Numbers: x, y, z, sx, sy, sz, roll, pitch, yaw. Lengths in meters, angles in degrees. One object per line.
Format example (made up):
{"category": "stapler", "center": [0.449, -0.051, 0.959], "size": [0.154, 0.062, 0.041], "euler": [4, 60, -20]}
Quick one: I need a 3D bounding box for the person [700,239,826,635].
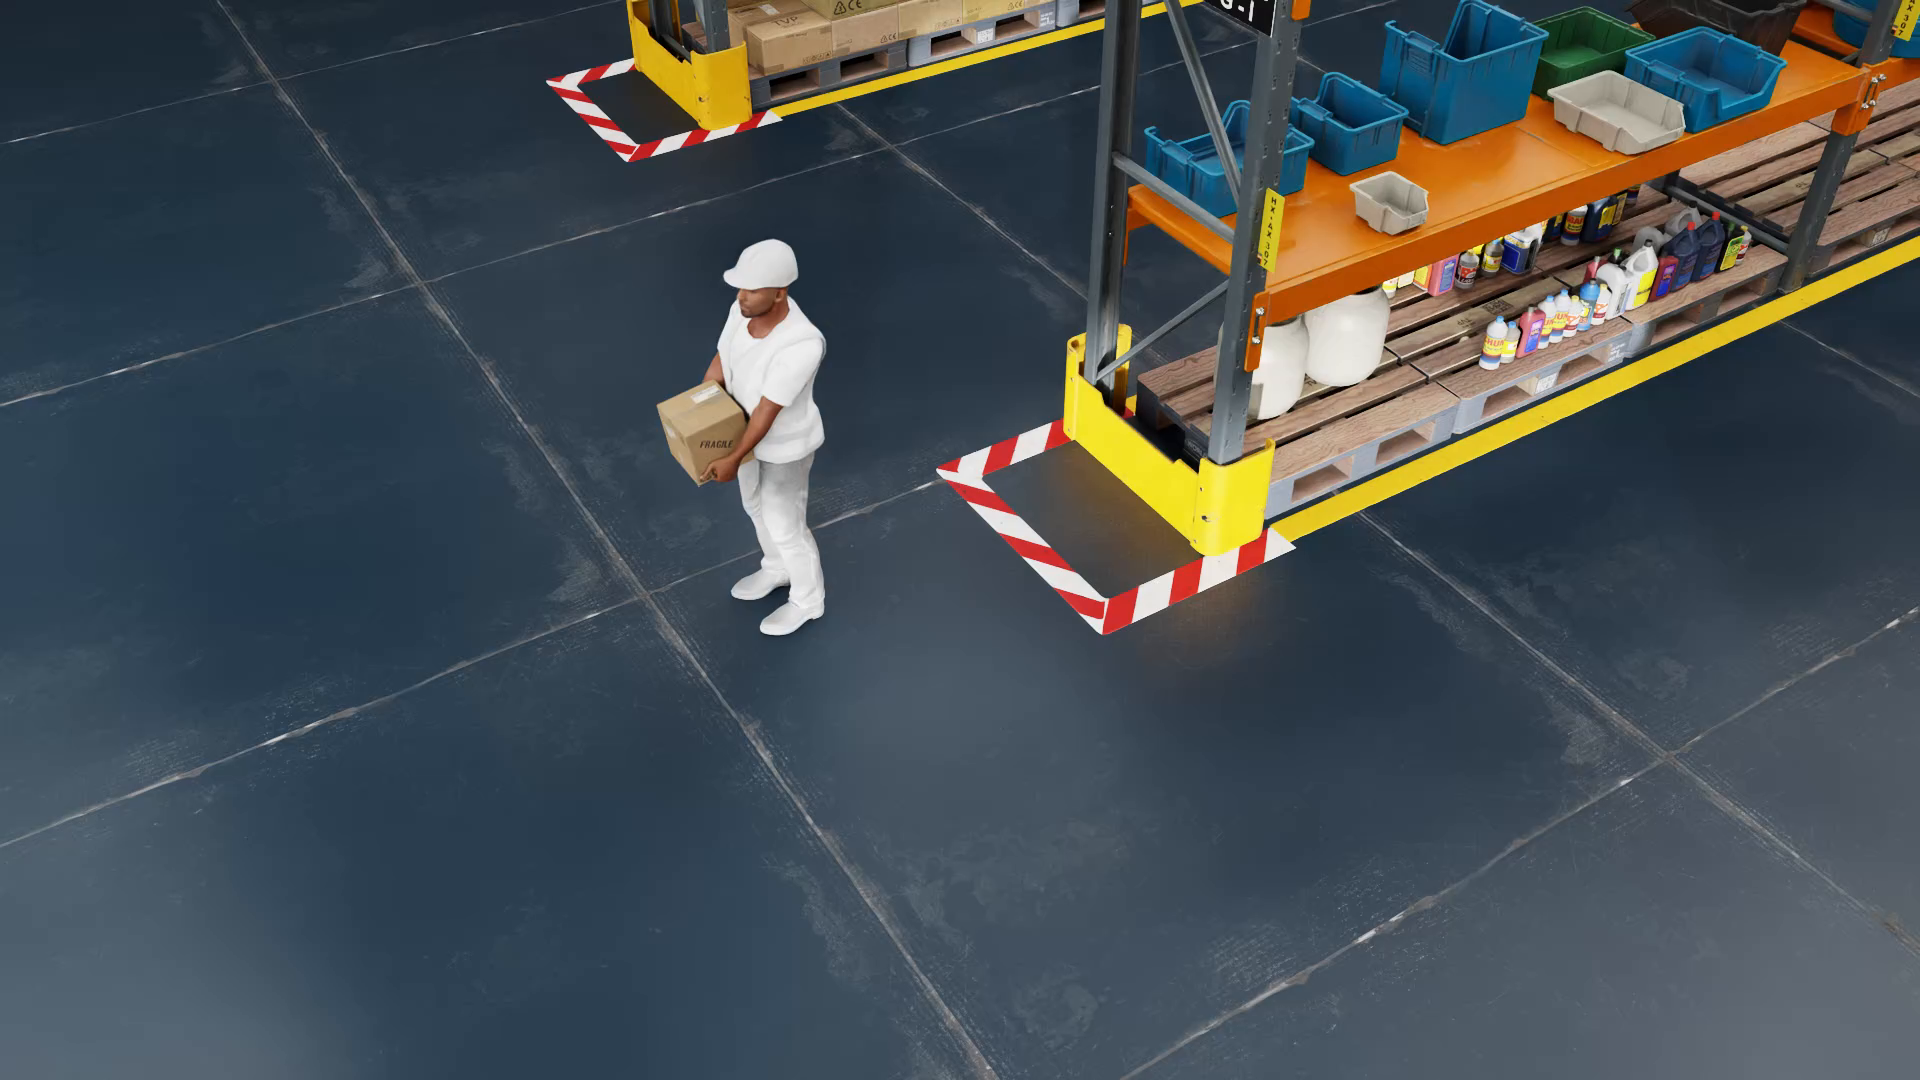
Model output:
{"category": "person", "center": [-0.821, -0.366, 6.568], "size": [0.559, 1.763, 0.505], "euler": [-22, 45, -24]}
